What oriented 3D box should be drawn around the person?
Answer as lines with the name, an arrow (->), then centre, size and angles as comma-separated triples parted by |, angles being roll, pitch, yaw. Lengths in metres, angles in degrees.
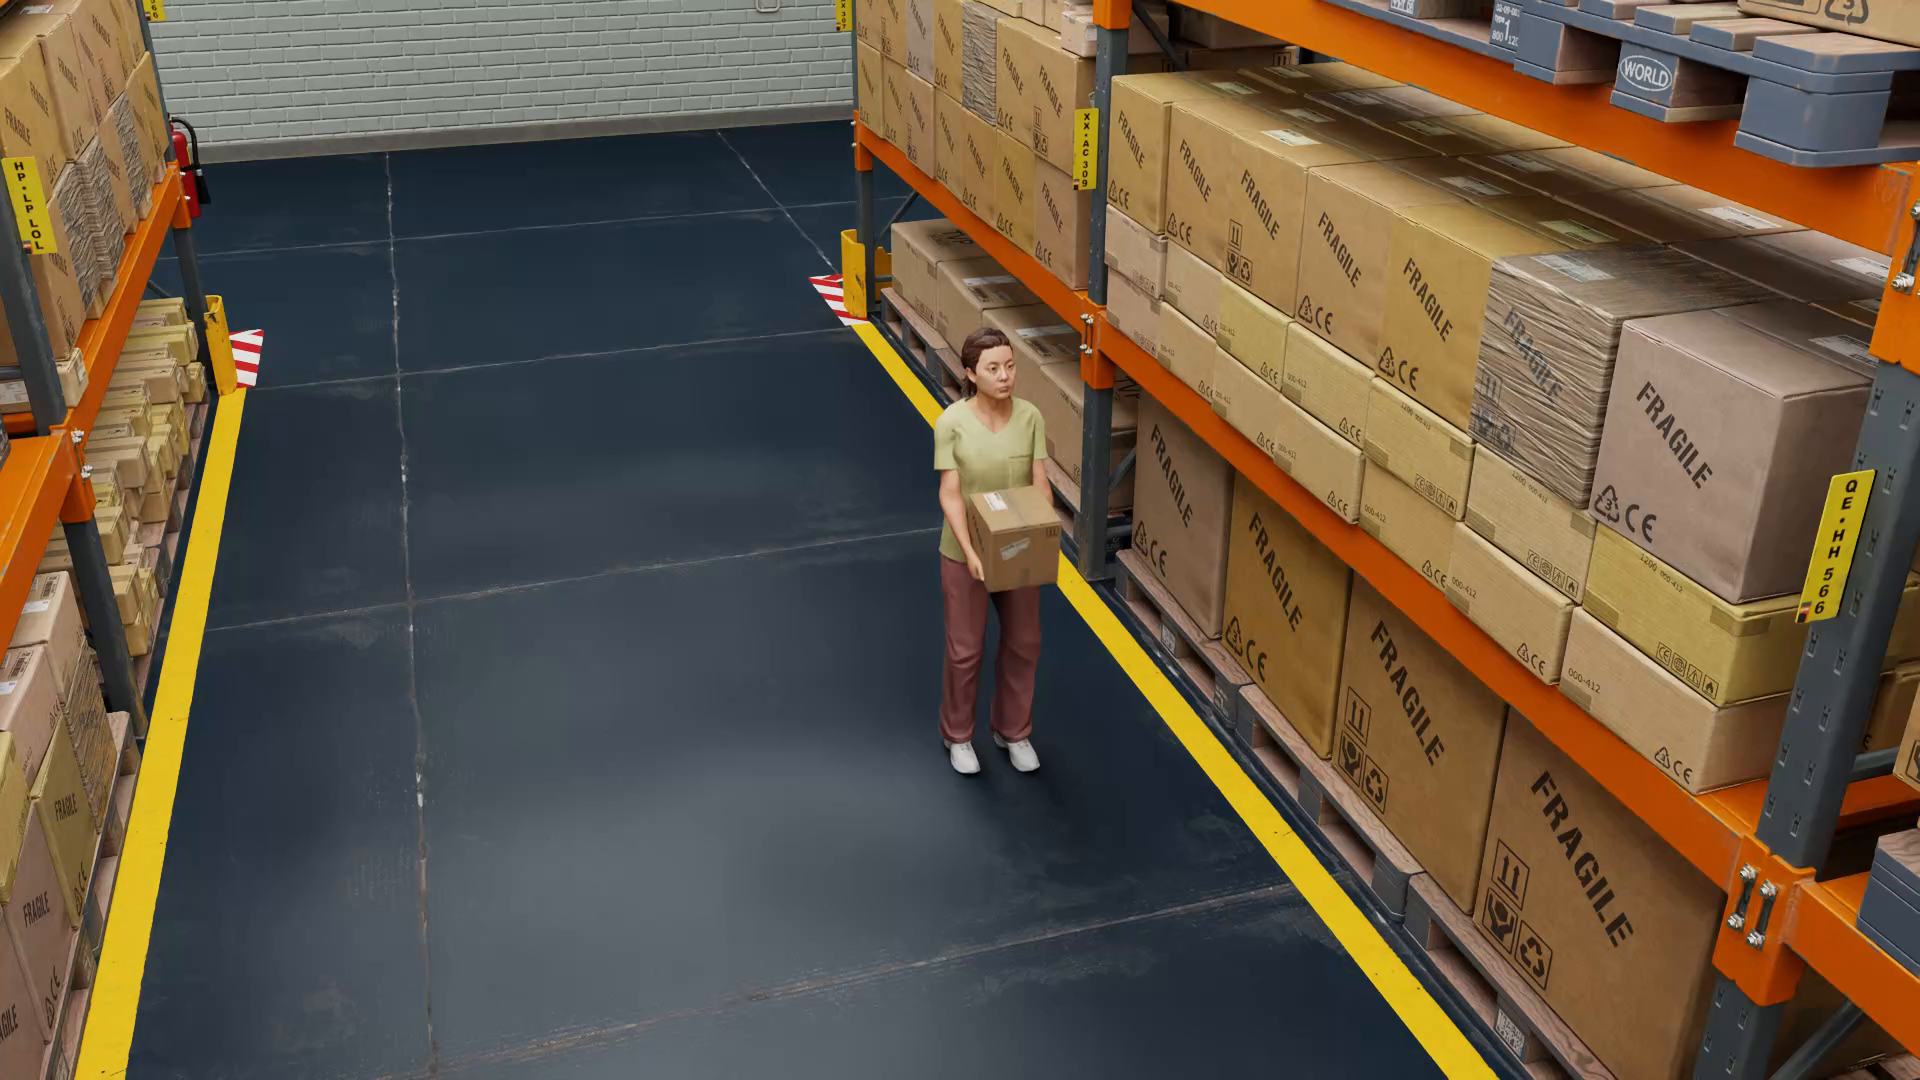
person -> 0.130, 0.074, 5.980 | 0.426, 1.662, 0.554 | -8, 28, -16
